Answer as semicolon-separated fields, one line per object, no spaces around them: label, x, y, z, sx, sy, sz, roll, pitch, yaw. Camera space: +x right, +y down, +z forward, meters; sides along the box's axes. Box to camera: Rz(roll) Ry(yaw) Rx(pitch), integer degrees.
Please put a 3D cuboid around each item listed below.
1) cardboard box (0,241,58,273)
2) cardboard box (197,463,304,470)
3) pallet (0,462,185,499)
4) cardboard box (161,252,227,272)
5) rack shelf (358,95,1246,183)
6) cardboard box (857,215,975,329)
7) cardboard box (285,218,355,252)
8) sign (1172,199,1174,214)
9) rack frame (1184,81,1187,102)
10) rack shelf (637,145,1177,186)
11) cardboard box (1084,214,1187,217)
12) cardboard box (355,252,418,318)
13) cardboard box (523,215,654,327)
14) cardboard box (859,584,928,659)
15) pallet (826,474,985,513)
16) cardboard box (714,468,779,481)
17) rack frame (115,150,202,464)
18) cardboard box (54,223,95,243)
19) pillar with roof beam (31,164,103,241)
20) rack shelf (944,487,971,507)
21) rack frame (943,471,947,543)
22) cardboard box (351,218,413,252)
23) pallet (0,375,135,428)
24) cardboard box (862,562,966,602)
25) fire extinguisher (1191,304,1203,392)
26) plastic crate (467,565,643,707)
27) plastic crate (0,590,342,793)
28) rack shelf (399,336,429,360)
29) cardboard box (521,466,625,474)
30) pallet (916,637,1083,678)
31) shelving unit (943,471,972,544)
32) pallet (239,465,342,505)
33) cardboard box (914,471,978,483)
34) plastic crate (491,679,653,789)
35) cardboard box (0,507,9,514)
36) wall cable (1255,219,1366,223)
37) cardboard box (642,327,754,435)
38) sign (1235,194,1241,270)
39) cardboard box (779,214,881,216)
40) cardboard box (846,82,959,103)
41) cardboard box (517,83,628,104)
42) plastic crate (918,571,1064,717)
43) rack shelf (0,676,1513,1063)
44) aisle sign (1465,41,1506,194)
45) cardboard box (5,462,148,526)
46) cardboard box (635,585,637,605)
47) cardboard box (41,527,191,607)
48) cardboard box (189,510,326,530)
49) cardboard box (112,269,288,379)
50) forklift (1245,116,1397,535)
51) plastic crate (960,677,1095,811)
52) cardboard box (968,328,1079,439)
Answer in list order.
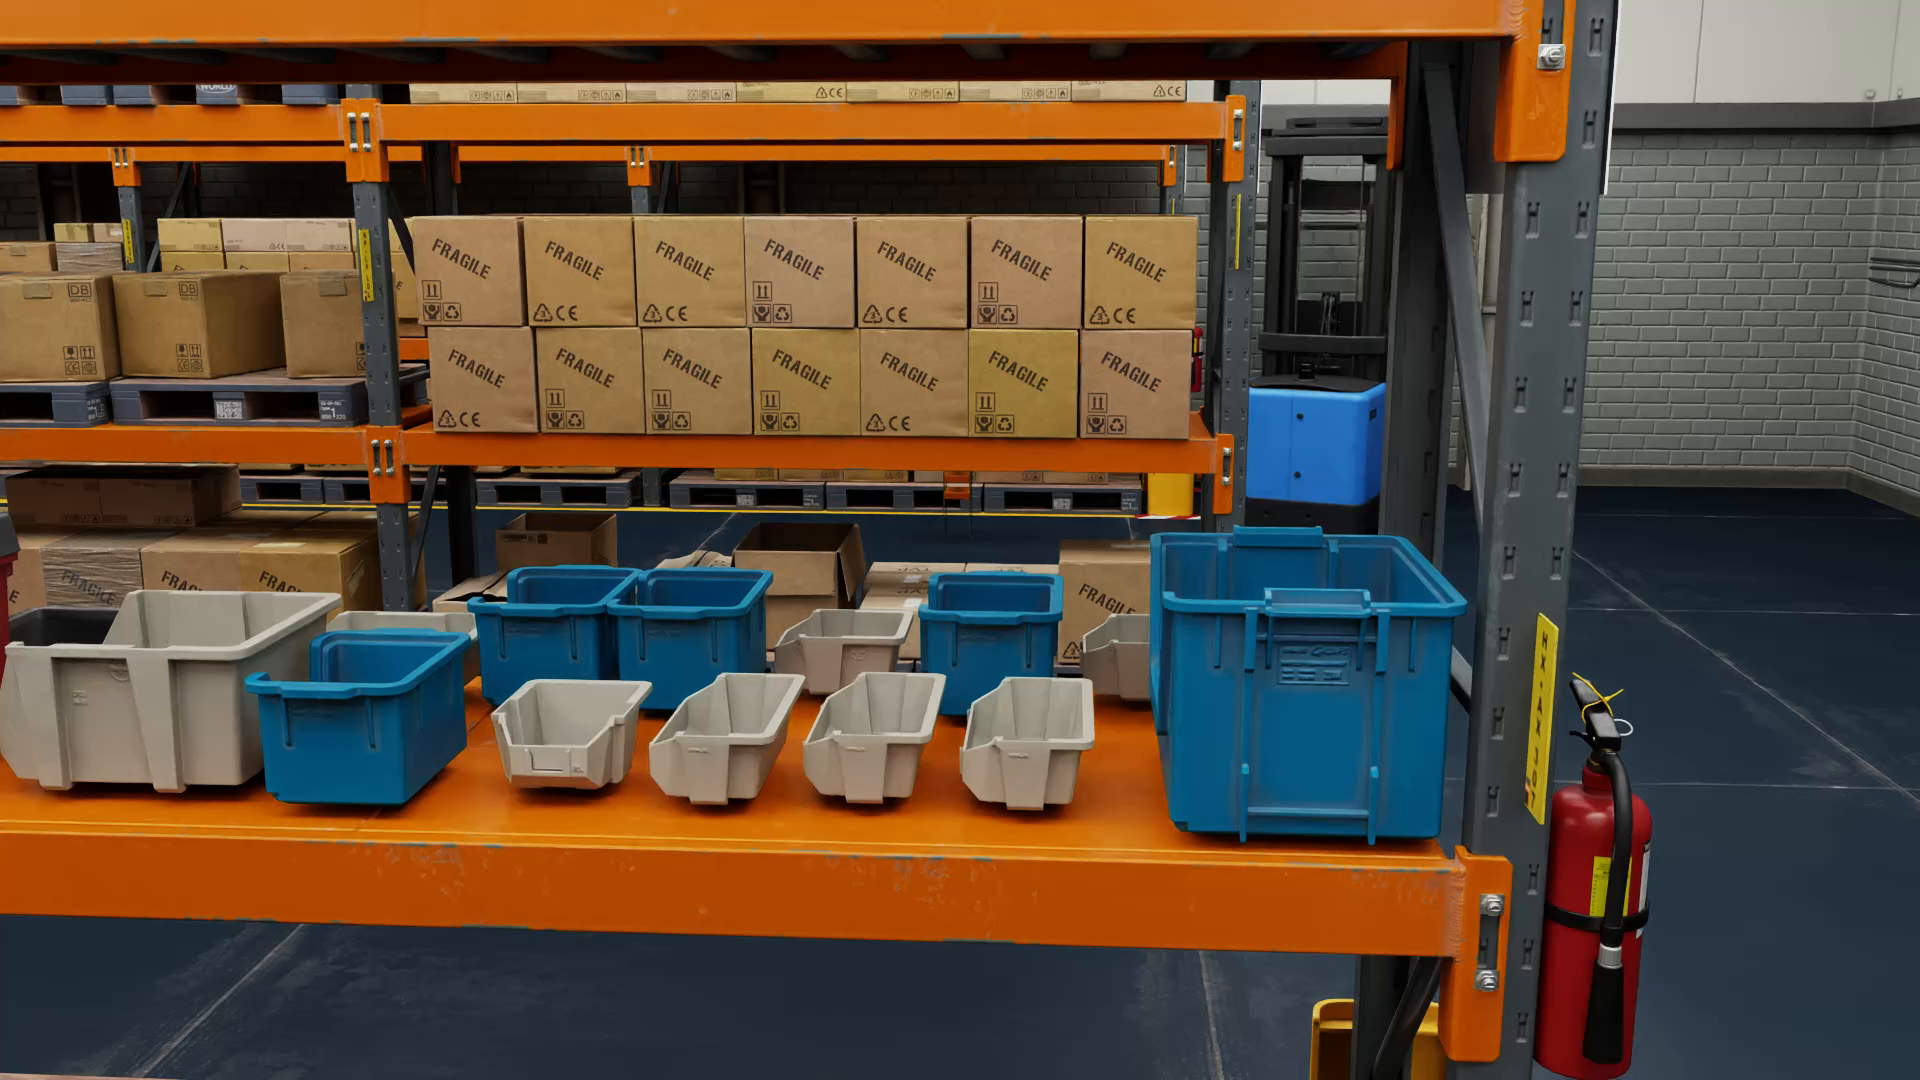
cardboard box;-7.395;-2.150;13.401;0.500;0.500;0.700;0;12;-2
cardboard box;-5.641;-0.996;13.426;0.750;0.750;0.750;1;12;3
pallet;-7.146;-0.525;13.763;1.213;0.211;1.003;1;12;4
cardboard box;-5.899;-2.024;13.101;0.500;0.500;0.500;1;12;5
rack shelf;-0.707;-1.901;7.961;4.000;0.370;1.077;1;12;4
cardboard box;-0.196;-1.259;7.773;0.500;0.500;0.500;1;12;5
cardboard box;-4.895;-2.378;12.961;0.500;0.250;0.500;1;12;4
sign;1.566;-2.342;12.230;0.005;0.325;0.100;1;12;4
rack frame;1.616;-4.706;12.288;0.127;3.000;1.000;1;12;4
rack shelf;-0.380;-2.913;12.799;4.000;0.370;1.077;1;12;4
cardboard box;0.863;-1.356;8.238;0.500;0.500;0.500;1;12;5
cardboard box;-4.362;-2.003;12.997;0.500;0.500;0.500;1;12;5
cardboard box;-1.736;-1.280;7.874;0.500;0.500;0.500;0;12;2
cardboard box;-0.216;0.397;8.187;0.500;0.250;0.500;1;12;4
pallet;-0.401;-0.417;13.246;1.213;0.211;1.003;1;12;4
cardboard box;-1.636;-0.775;13.227;0.500;0.500;0.700;1;12;4
rack frame;-6.366;-1.879;13.425;0.127;3.000;1.000;1;12;4
cardboard box;-7.034;-2.461;13.303;0.250;0.149;0.380;-1;12;-6
pillar with roof beam;-7.893;-4.131;9.536;0.400;9.000;9.100;1;12;4
rack shelf;-0.014;-0.309;11.704;0.180;0.103;0.258;1;12;4
rack frame;-0.106;-0.589;11.652;0.006;1.200;0.240;1;12;4
cardboard box;-4.385;-2.373;12.934;0.500;0.250;0.500;1;12;3
pallet;-4.753;-0.747;8.484;1.213;0.211;1.003;1;12;4
cardboard box;-0.233;0.294;8.678;0.500;0.250;0.500;1;12;4
fire extinguisher;1.736;-1.453;12.487;0.183;0.674;0.296;1;12;4
plastic crate;-0.884;0.214;3.681;0.300;0.233;0.416;1;12;4
plastic crate;-1.526;0.287;3.214;0.530;0.282;0.437;1;12;4
rack shelf;-4.371;-1.500;13.368;4.000;0.370;1.077;1;12;4
cardboard box;-3.032;-0.960;13.256;0.750;0.750;0.750;1;12;4
pallet;0.417;0.596;8.405;1.213;0.211;1.003;1;12;4
shelving unit;-0.014;-0.587;11.646;0.189;1.200;0.258;1;12;4
pallet;-5.585;-0.488;13.585;1.213;0.211;1.003;1;12;4
cardboard box;-0.090;-0.754;13.128;0.500;0.500;0.700;0;12;2
plastic crate;-0.736;0.374;3.152;0.250;0.136;0.298;1;12;4
cardboard box;-5.228;0.113;8.932;0.500;0.500;0.500;0;12;2
wall cable;2.957;-2.443;13.638;1.851;1.984;0.084;1;12;4
cardboard box;-1.202;-0.785;7.950;0.500;0.500;0.500;1;12;3
sign;1.232;-1.366;7.372;0.005;0.325;0.100;1;12;4
cardboard box;-0.664;-1.376;8.334;0.500;0.500;0.500;1;12;3
cardboard box;-0.240;-2.119;7.611;0.500;0.250;0.500;1;12;4
cardboard box;-1.735;-2.142;7.723;0.500;0.250;0.500;1;12;4
plastic crate;0.073;0.227;3.618;0.300;0.233;0.416;1;12;4
rack shelf;-1.042;0.579;3.431;4.000;0.370;1.077;1;12;4
aisle sign;1.046;-1.078;3.246;0.004;0.787;0.394;1;12;4
cardboard box;-4.667;-0.248;8.827;0.500;0.250;0.500;1;12;3
cardboard box;-1.737;0.310;8.846;0.250;0.149;0.380;1;12;4
cardboard box;-4.207;0.232;8.362;0.500;0.500;0.500;1;12;4
cardboard box;-3.702;0.134;8.830;0.500;0.500;0.500;1;12;5
cardboard box;-3.851;-1.115;8.505;0.500;0.500;0.700;3;12;13
forklift;2.921;-1.682;12.652;1.130;2.935;3.031;6;13;25
plastic crate;0.128;0.380;3.124;0.243;0.136;0.396;1;12;4
cardboard box;0.306;-0.763;7.847;0.500;0.500;0.500;1;12;4
